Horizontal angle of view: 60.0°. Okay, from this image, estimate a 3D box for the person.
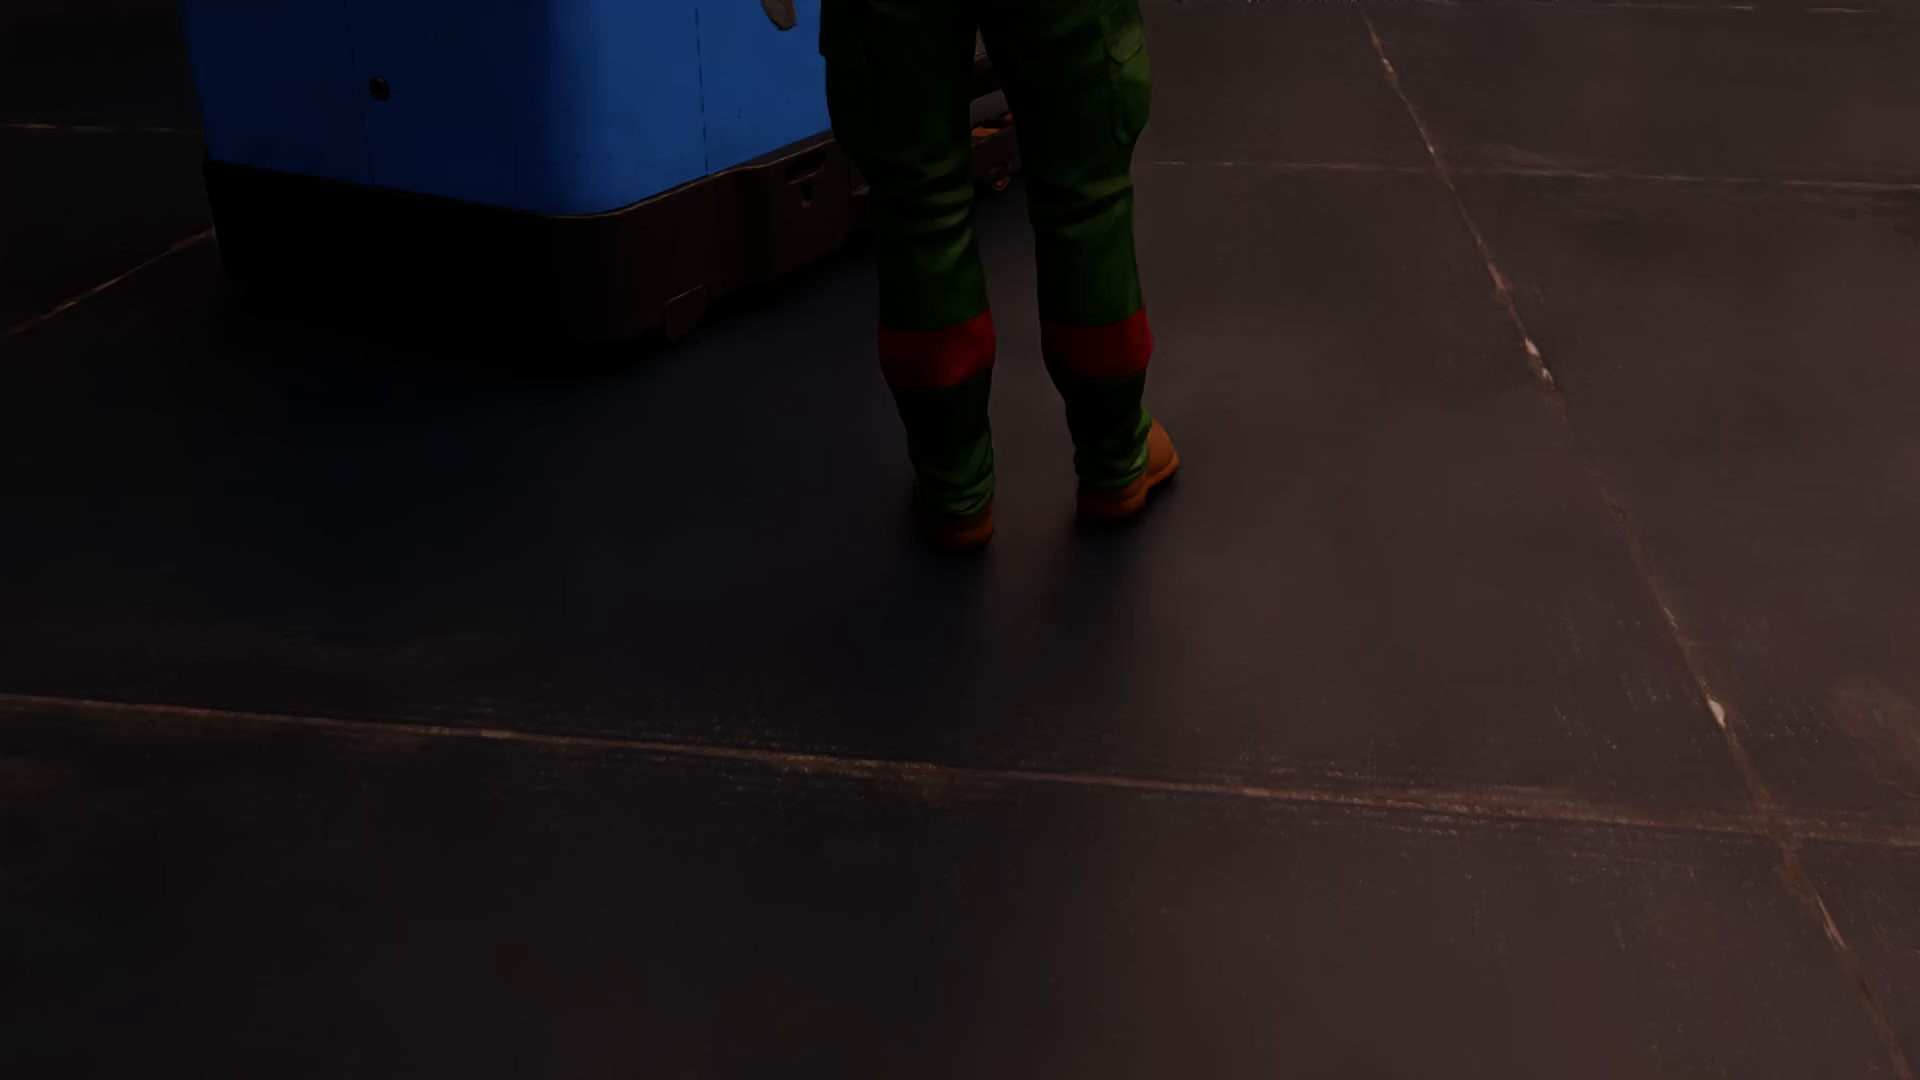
[{"bbox_3d":[0.022,-0.842,2.167,0.637,1.787,0.563,3,27,7],"label":"person"}]

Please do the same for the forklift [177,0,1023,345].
[{"bbox_3d":[-0.410,-2.294,3.816,1.130,2.935,3.031,13,29,24],"label":"forklift"}]
